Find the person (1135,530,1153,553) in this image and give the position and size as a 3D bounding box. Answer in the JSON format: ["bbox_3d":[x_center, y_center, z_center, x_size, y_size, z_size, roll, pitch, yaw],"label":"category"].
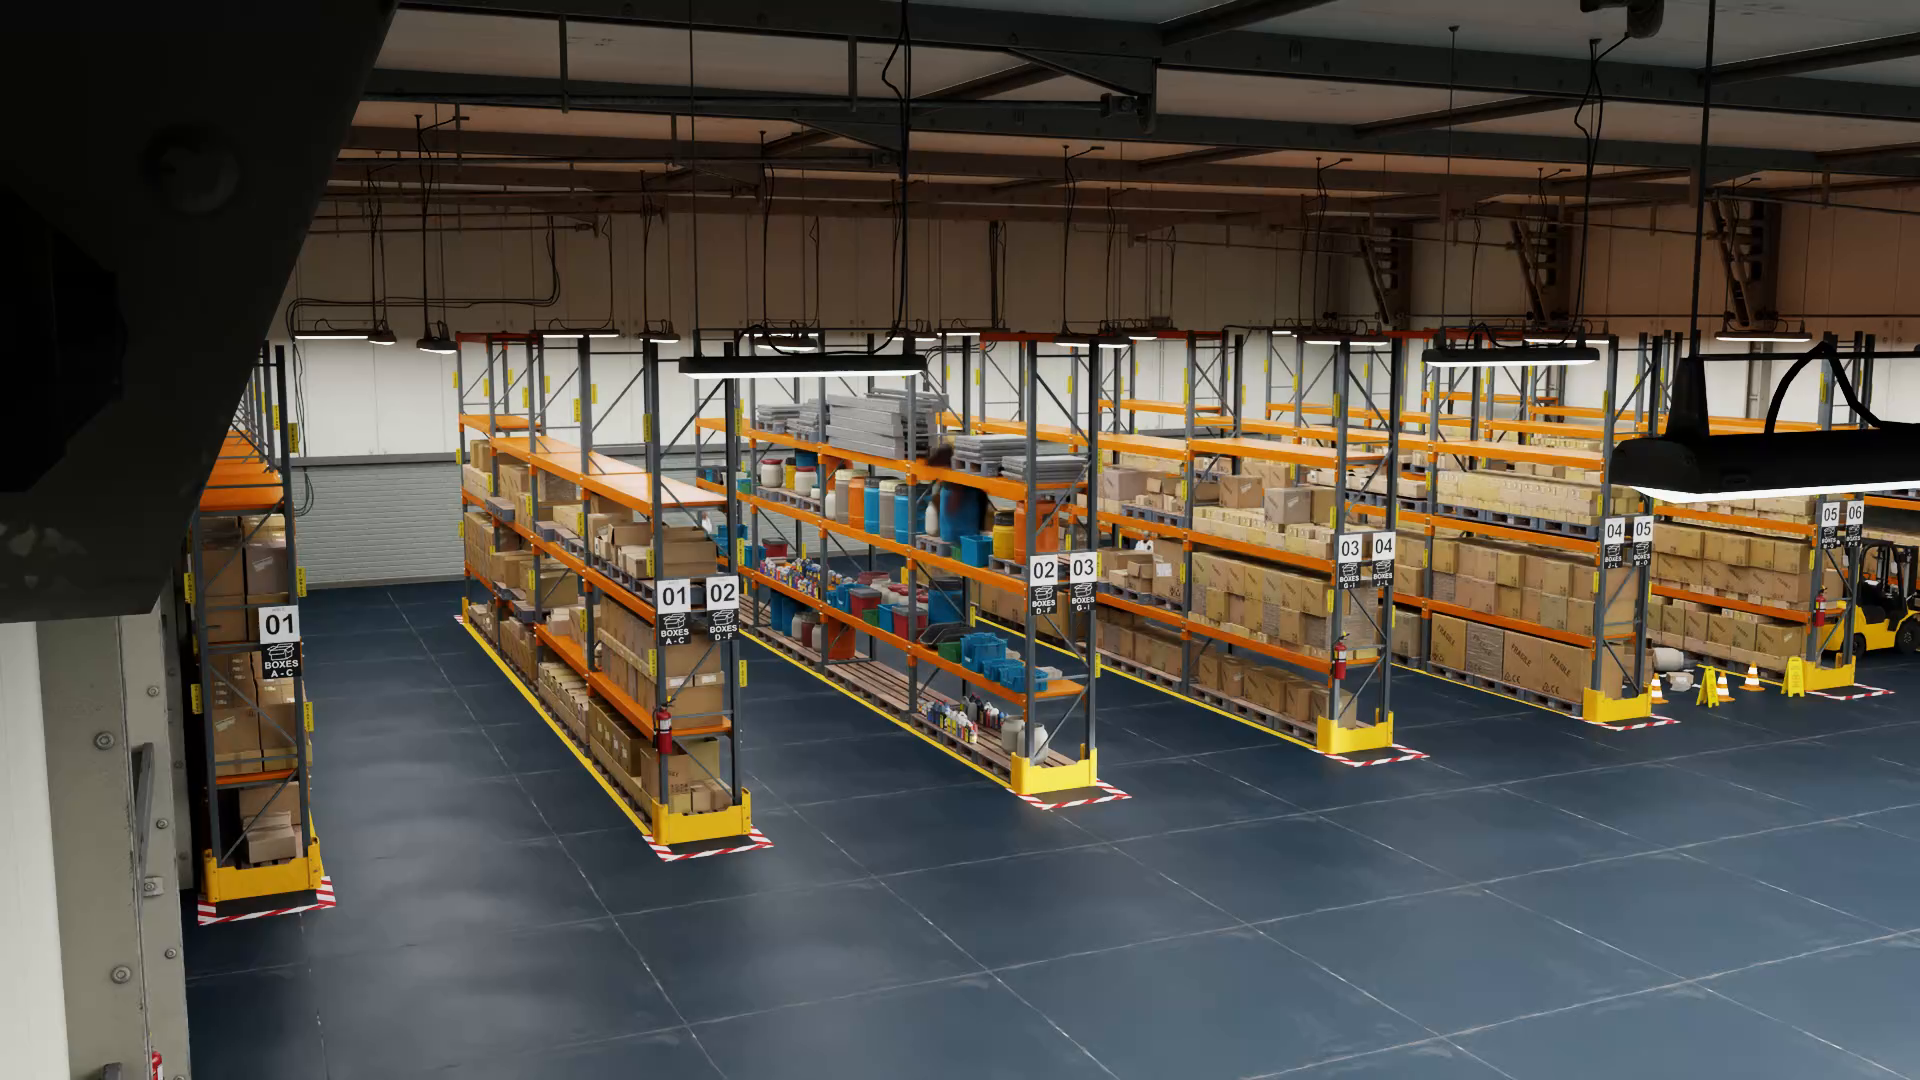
[{"bbox_3d":[3.946,0.625,35.878,0.637,1.757,0.554,-6,10,-39],"label":"person"}]

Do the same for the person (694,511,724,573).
[{"bbox_3d":[-6.240,0.044,40.327,0.998,1.746,0.653,-1,8,-7],"label":"person"}]

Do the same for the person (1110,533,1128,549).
[{"bbox_3d":[4.230,-0.537,44.371,0.605,1.747,0.799,4,9,27],"label":"person"}]
